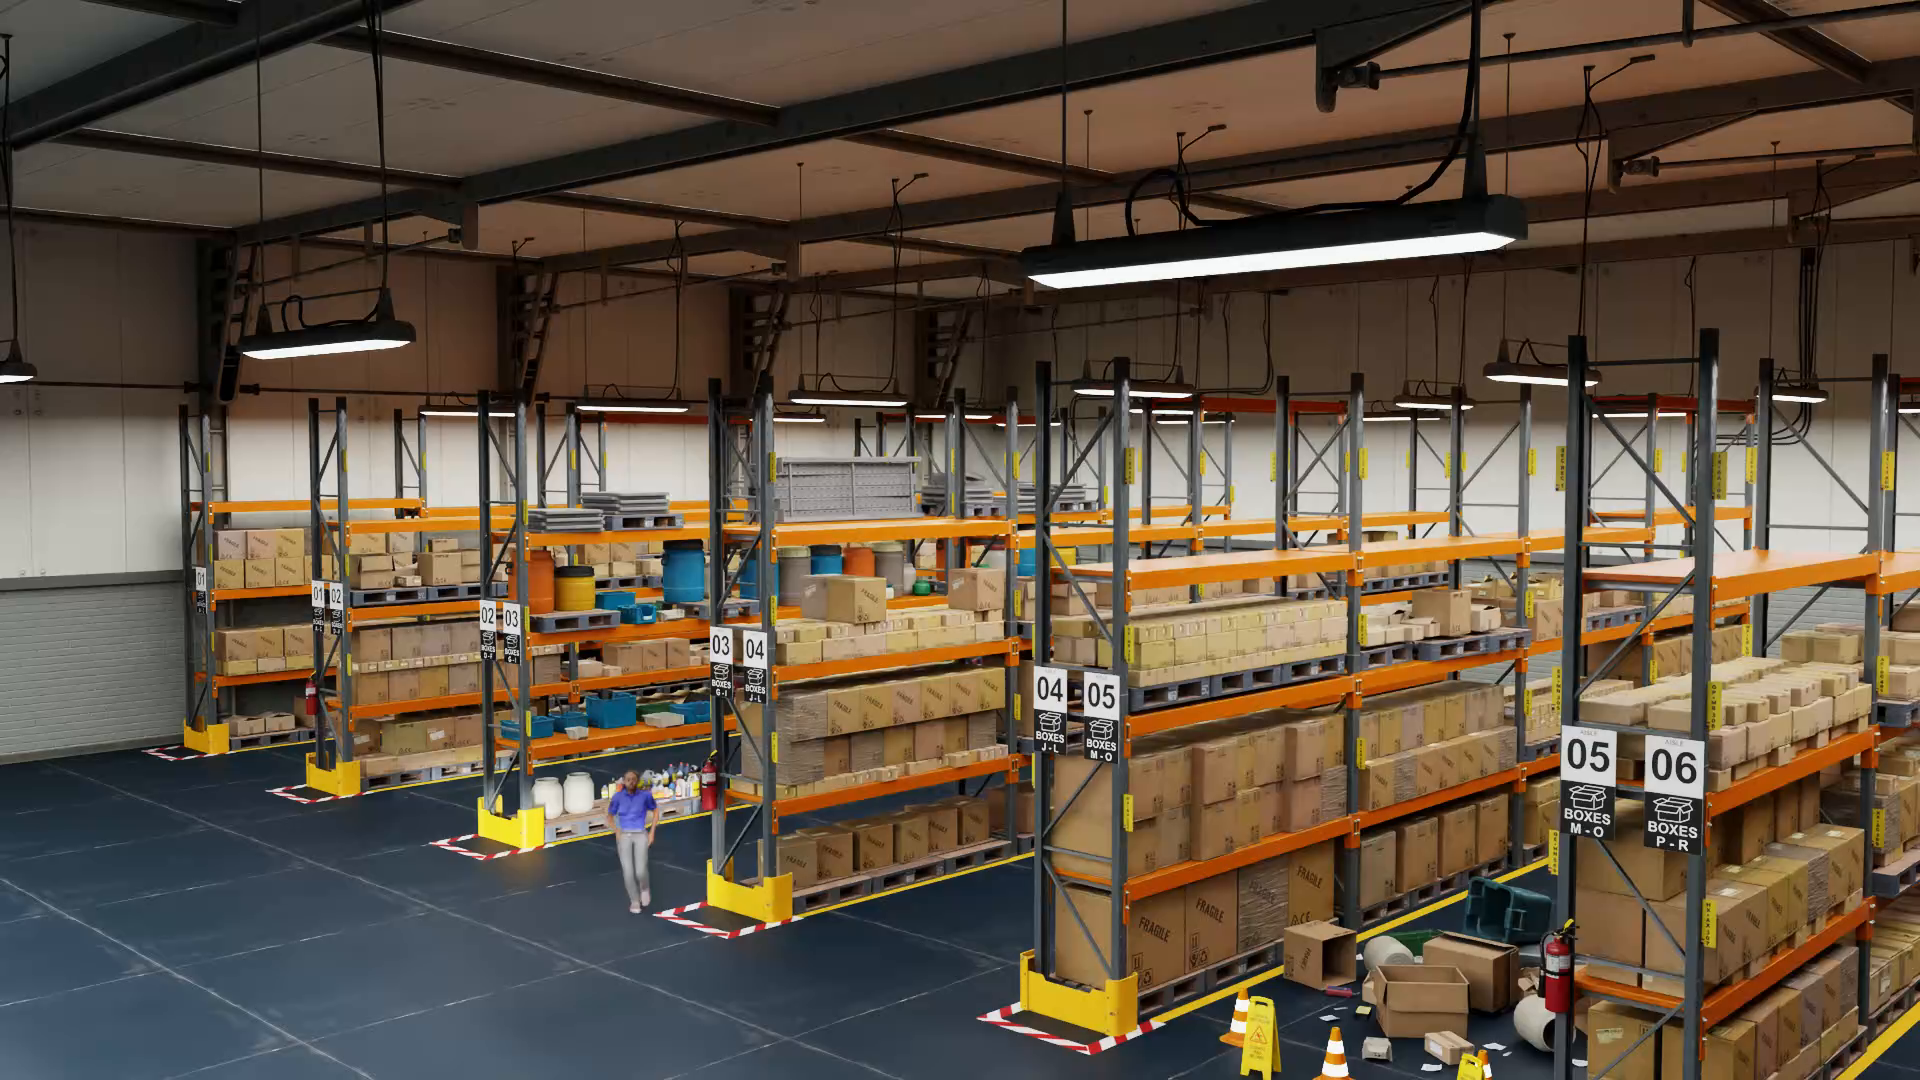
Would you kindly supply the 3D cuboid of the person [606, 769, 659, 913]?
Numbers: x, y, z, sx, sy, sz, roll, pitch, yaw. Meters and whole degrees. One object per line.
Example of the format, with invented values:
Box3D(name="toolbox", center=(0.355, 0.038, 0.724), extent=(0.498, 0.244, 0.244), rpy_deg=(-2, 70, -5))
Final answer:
Box3D(name="person", center=(-3.675, 3.373, 18.644), extent=(0.578, 1.619, 0.546), rpy_deg=(0, 3, -5))
